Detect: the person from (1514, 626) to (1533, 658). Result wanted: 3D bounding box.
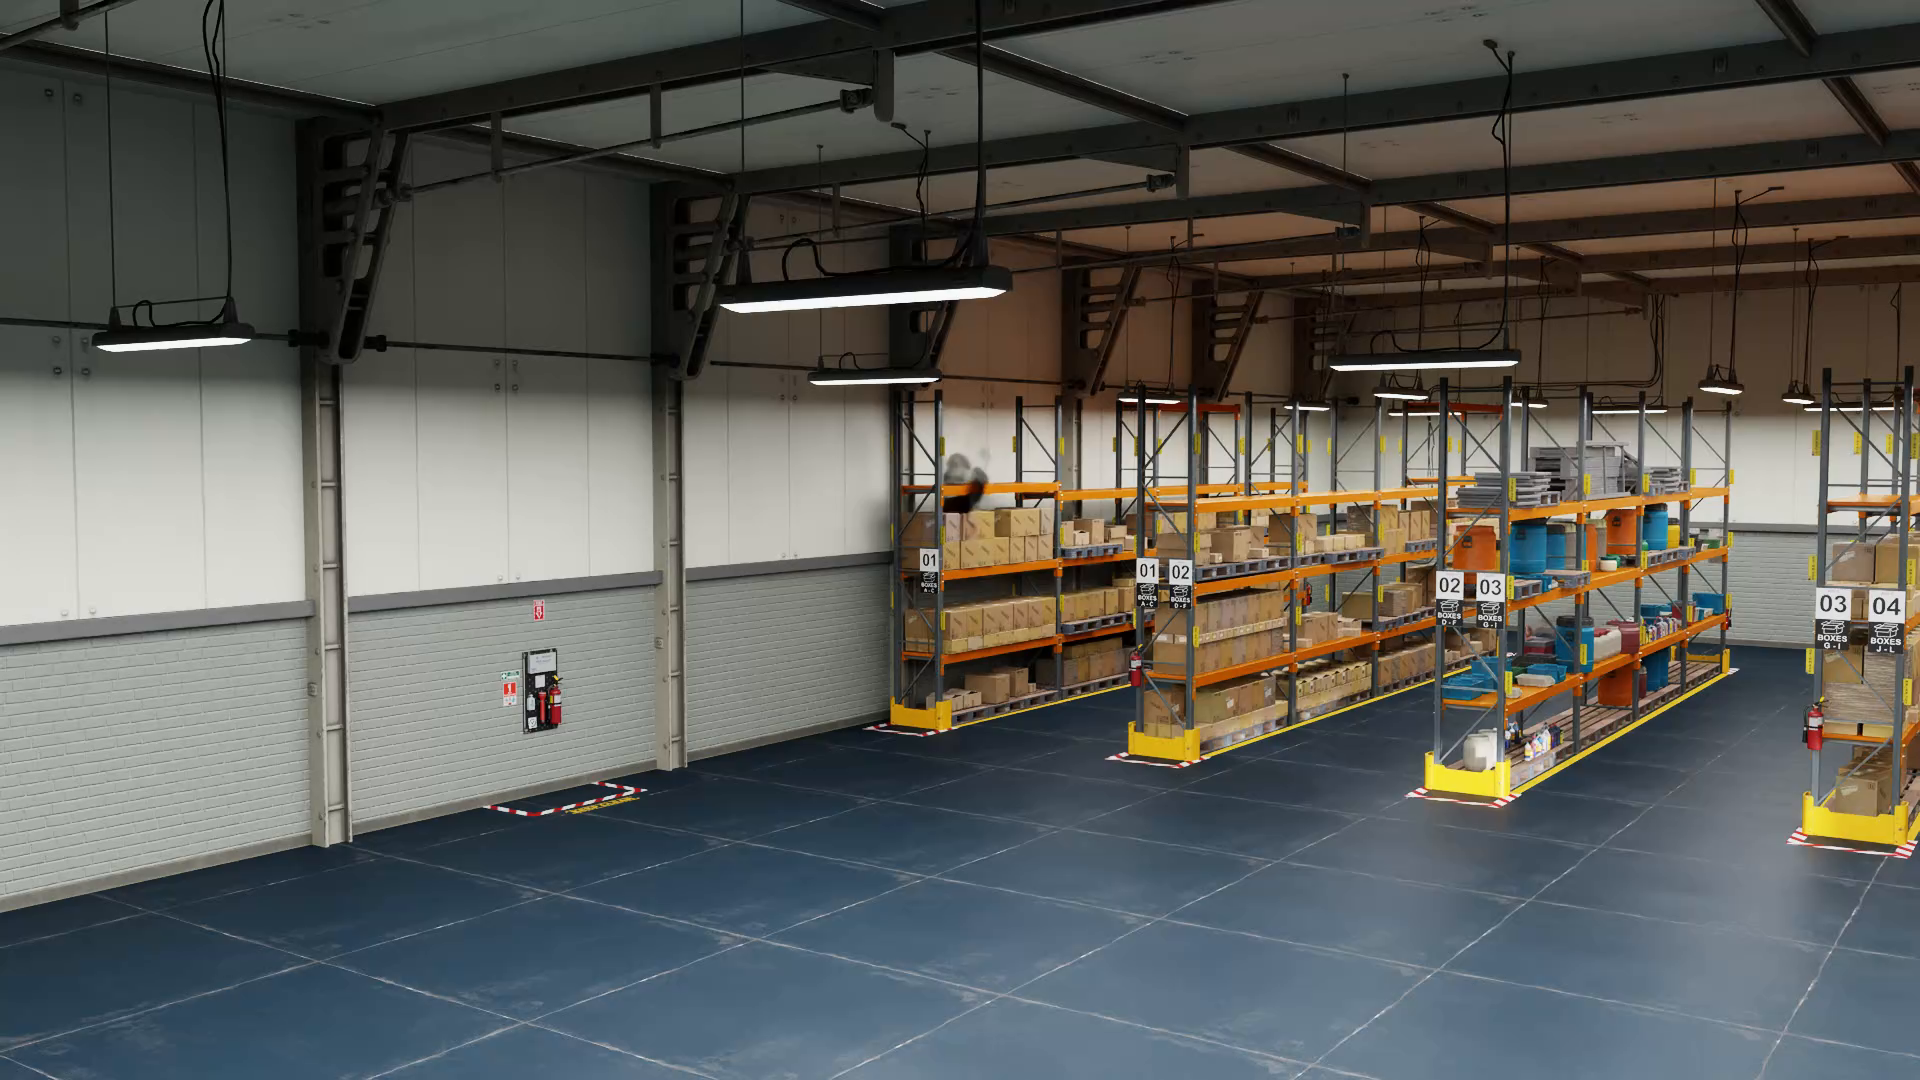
[{"bbox_3d":[10.929,2.420,32.050,0.529,1.556,0.602,2,4,35],"label":"person"}]
